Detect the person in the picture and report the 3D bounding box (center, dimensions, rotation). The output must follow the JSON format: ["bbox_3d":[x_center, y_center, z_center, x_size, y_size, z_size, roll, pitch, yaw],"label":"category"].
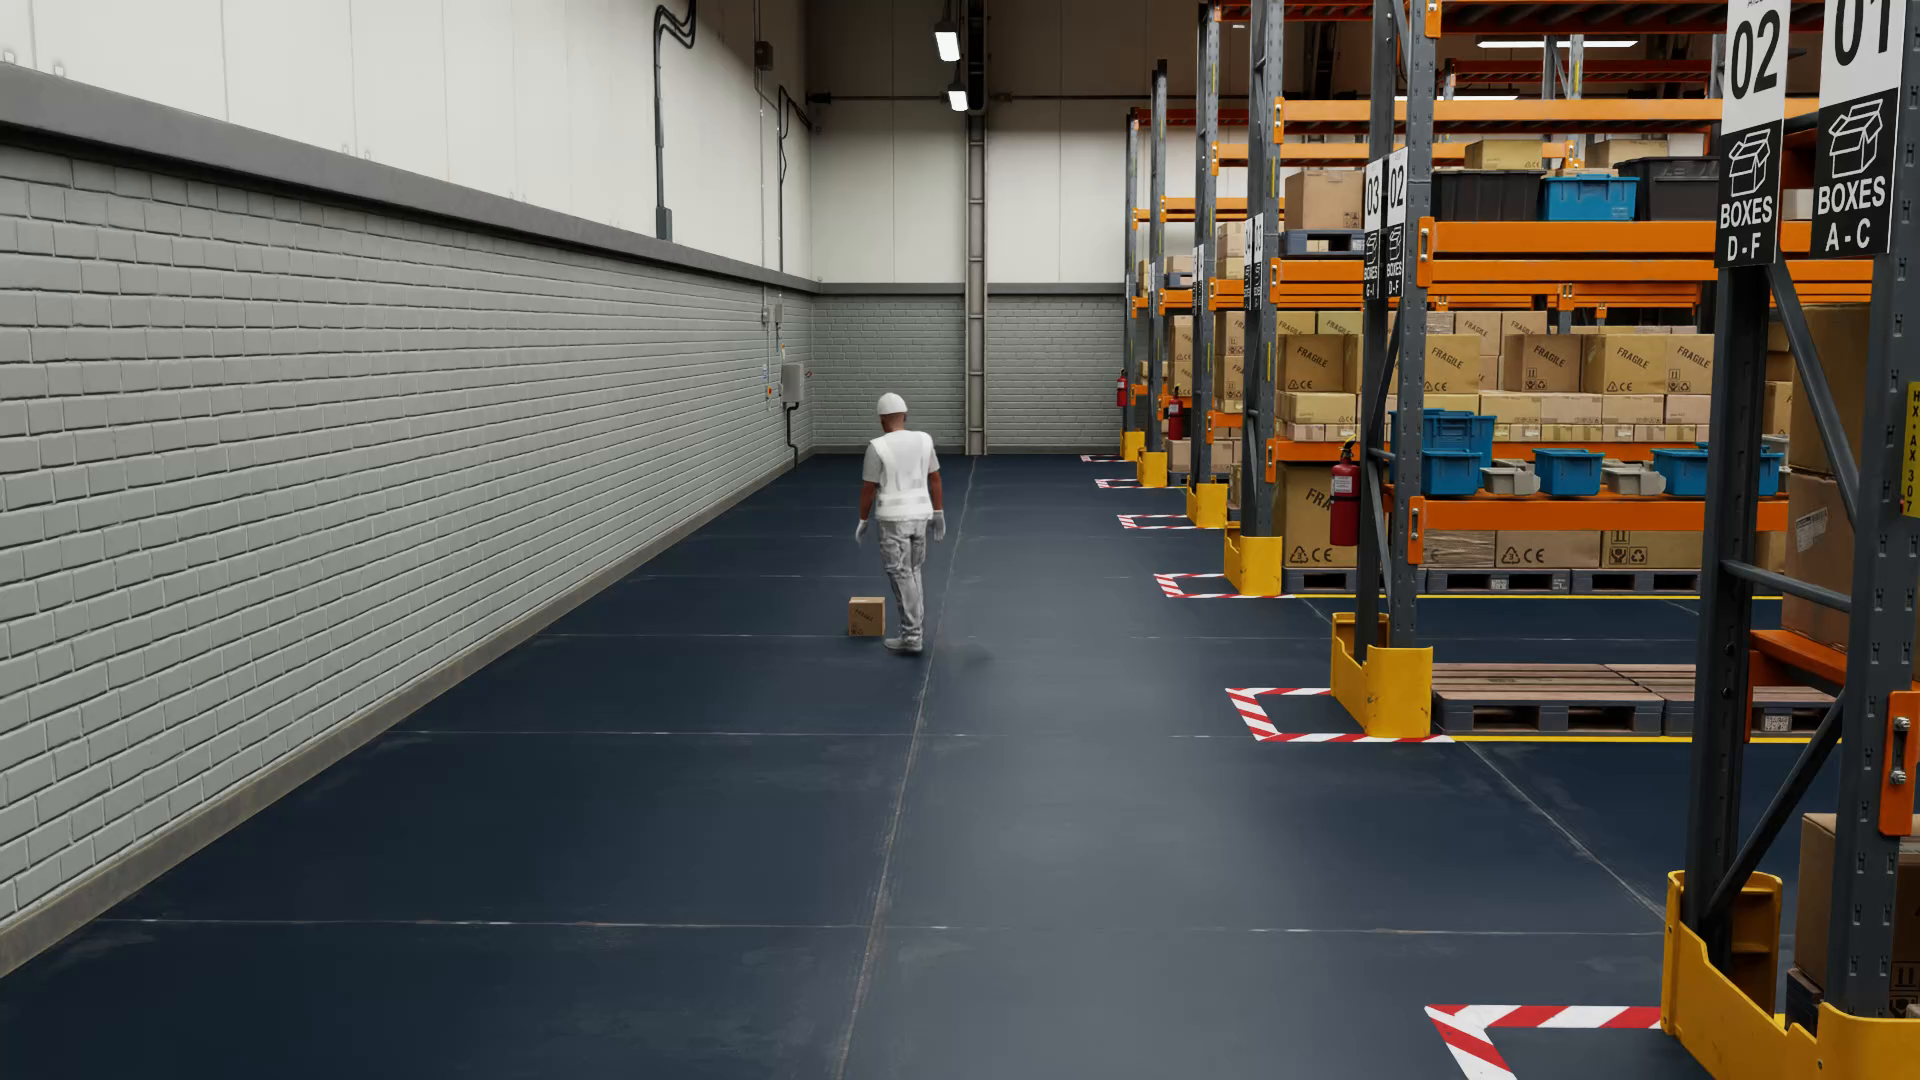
[{"bbox_3d":[-0.431,-0.108,11.538,0.570,1.817,0.513,-7,10,-43],"label":"person"}]
